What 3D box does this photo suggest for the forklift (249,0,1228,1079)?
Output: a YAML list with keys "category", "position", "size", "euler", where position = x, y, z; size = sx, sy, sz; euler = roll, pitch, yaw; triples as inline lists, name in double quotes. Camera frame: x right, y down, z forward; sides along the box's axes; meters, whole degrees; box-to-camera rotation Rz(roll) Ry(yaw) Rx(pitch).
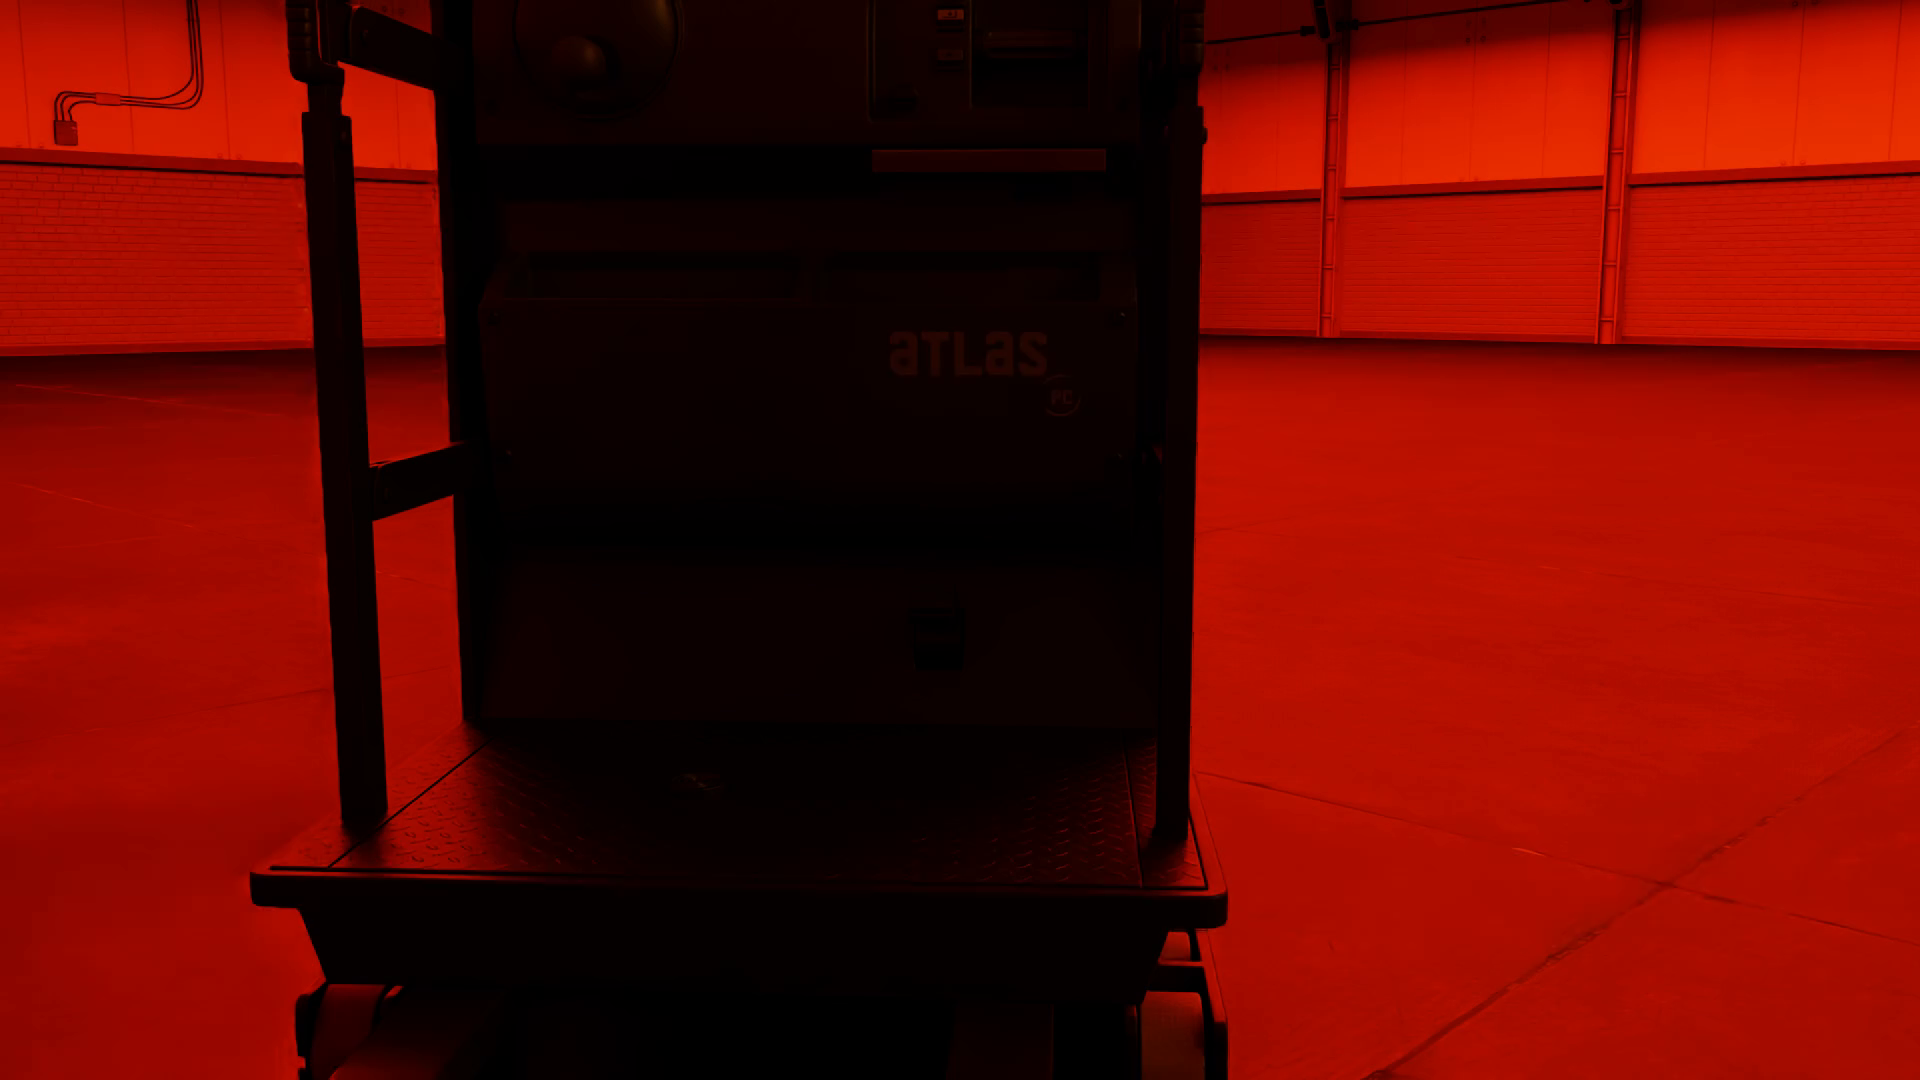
- category: "forklift"
  position: [-0.225, -0.789, 2.116]
  size: [1.130, 2.935, 3.031]
  euler: [1, 9, 4]
